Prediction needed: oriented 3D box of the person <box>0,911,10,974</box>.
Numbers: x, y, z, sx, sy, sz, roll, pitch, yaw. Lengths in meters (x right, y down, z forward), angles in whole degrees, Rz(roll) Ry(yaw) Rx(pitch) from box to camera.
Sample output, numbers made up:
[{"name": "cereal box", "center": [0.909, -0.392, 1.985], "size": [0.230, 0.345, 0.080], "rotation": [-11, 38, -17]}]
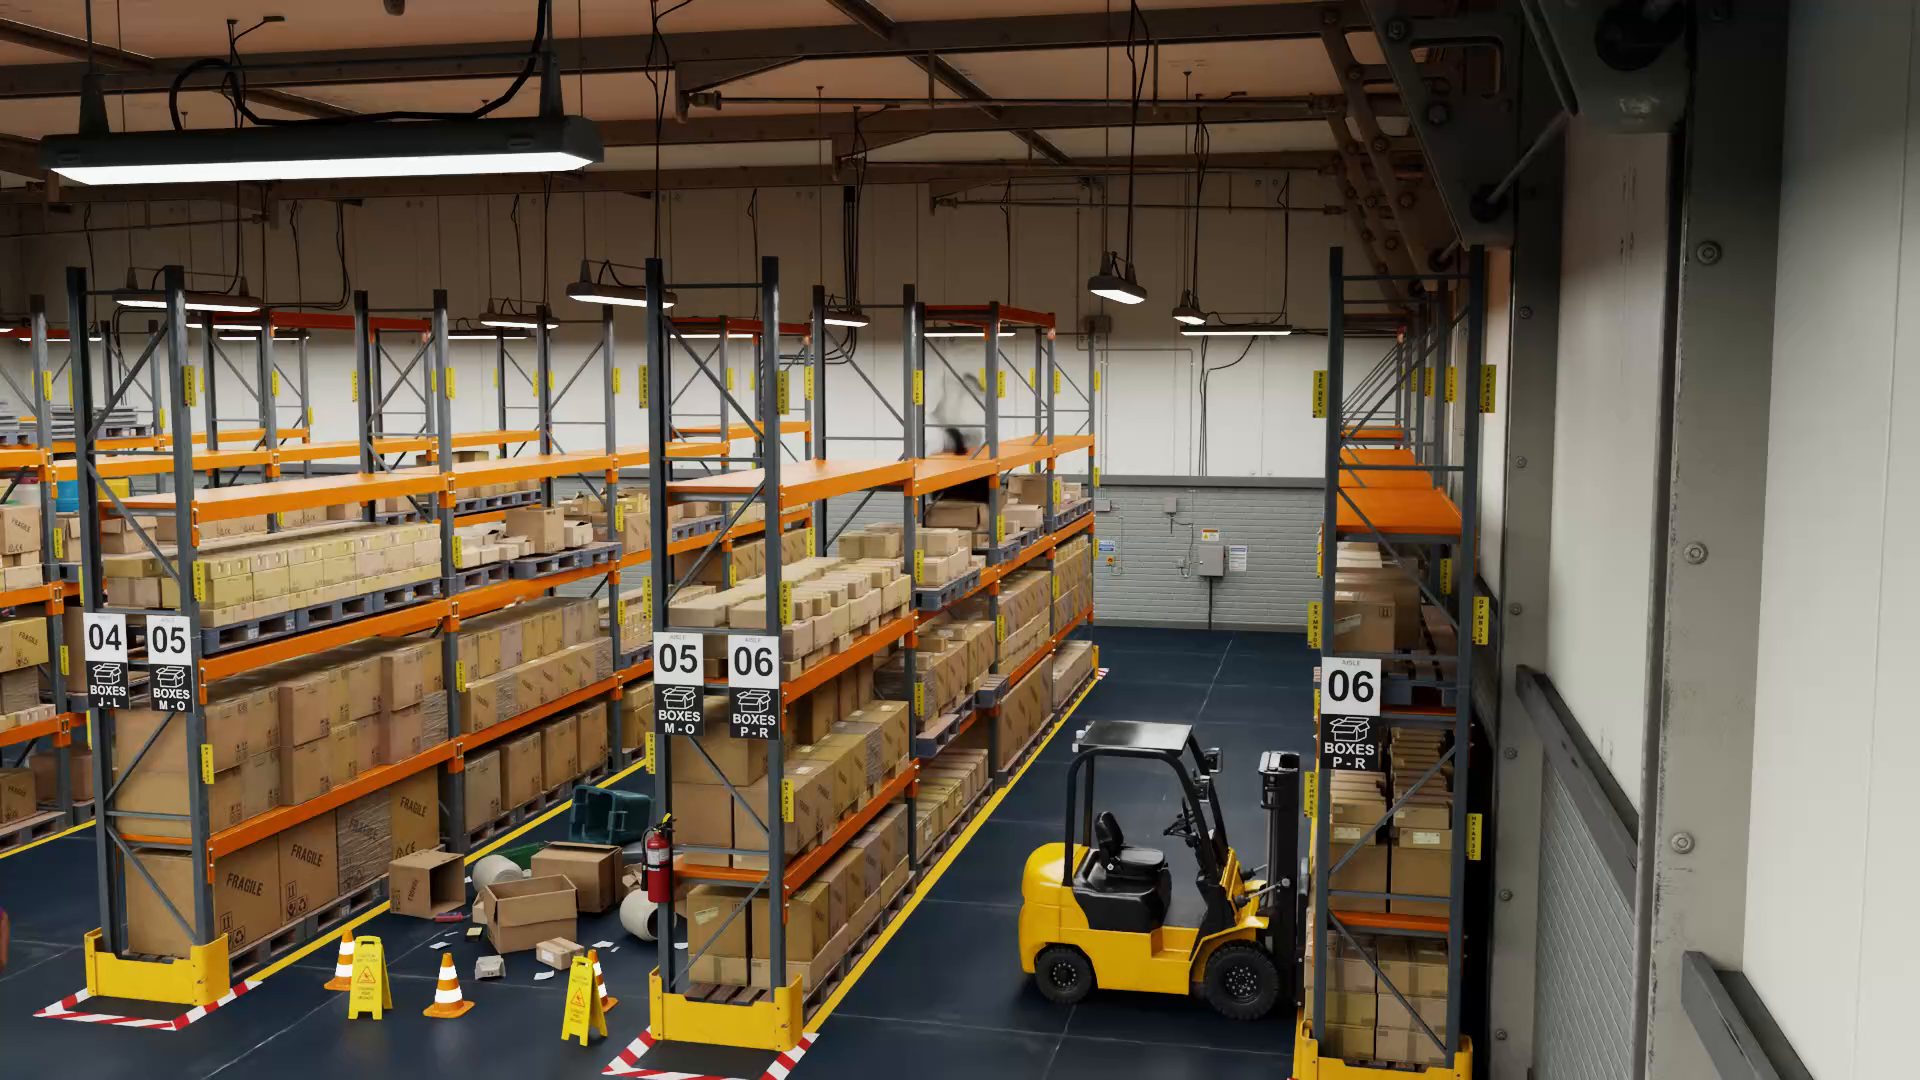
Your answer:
[{"name": "person", "center": [-7.022, 3.117, 11.579], "size": [0.716, 1.519, 0.734], "rotation": [-3, 6, -27]}]

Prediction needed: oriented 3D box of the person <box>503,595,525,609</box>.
[{"name": "person", "center": [-6.964, 1.597, 26.301], "size": [0.721, 1.679, 0.795], "rotation": [1, 6, 8]}]
